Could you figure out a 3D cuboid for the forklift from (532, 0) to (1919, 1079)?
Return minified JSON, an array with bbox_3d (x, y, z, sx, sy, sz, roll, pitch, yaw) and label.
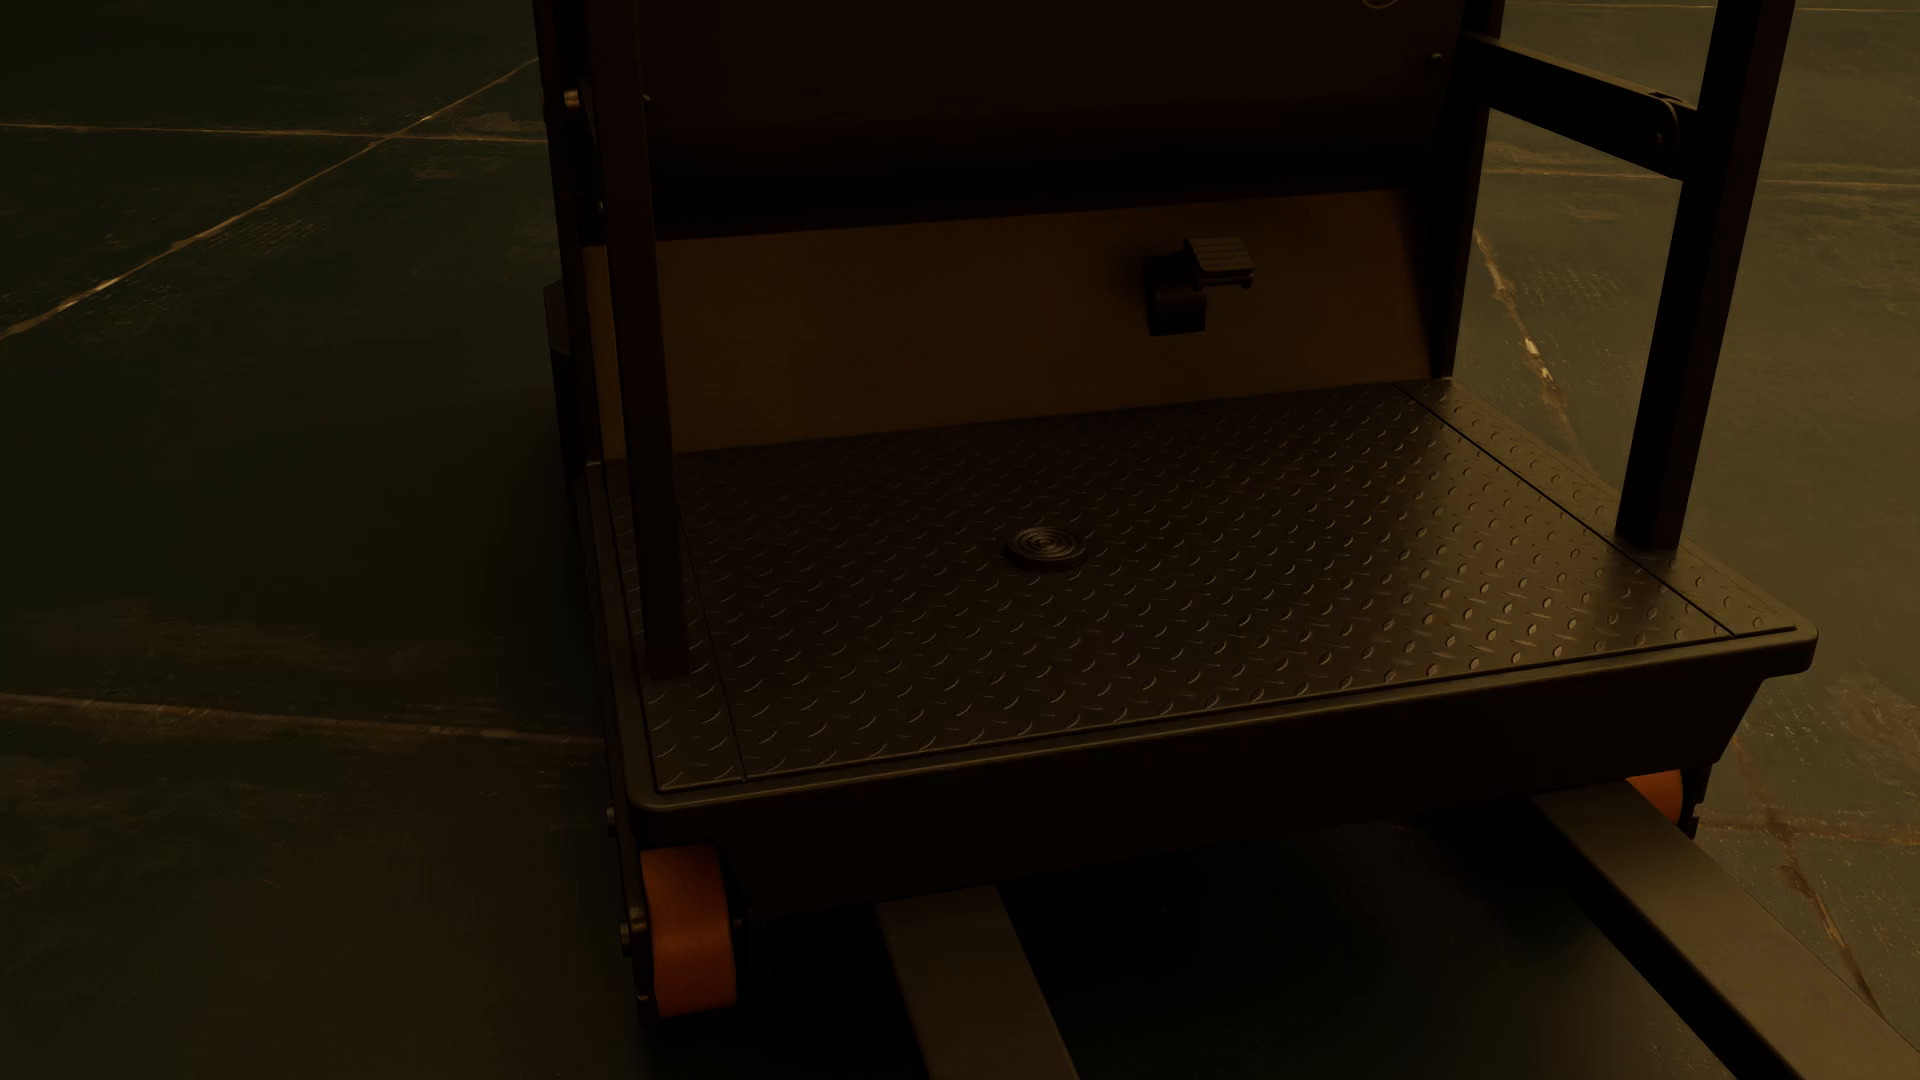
[{"bbox_3d":[0.153,-1.049,1.319,1.130,2.935,3.031,-7,27,-13],"label":"forklift"}]
